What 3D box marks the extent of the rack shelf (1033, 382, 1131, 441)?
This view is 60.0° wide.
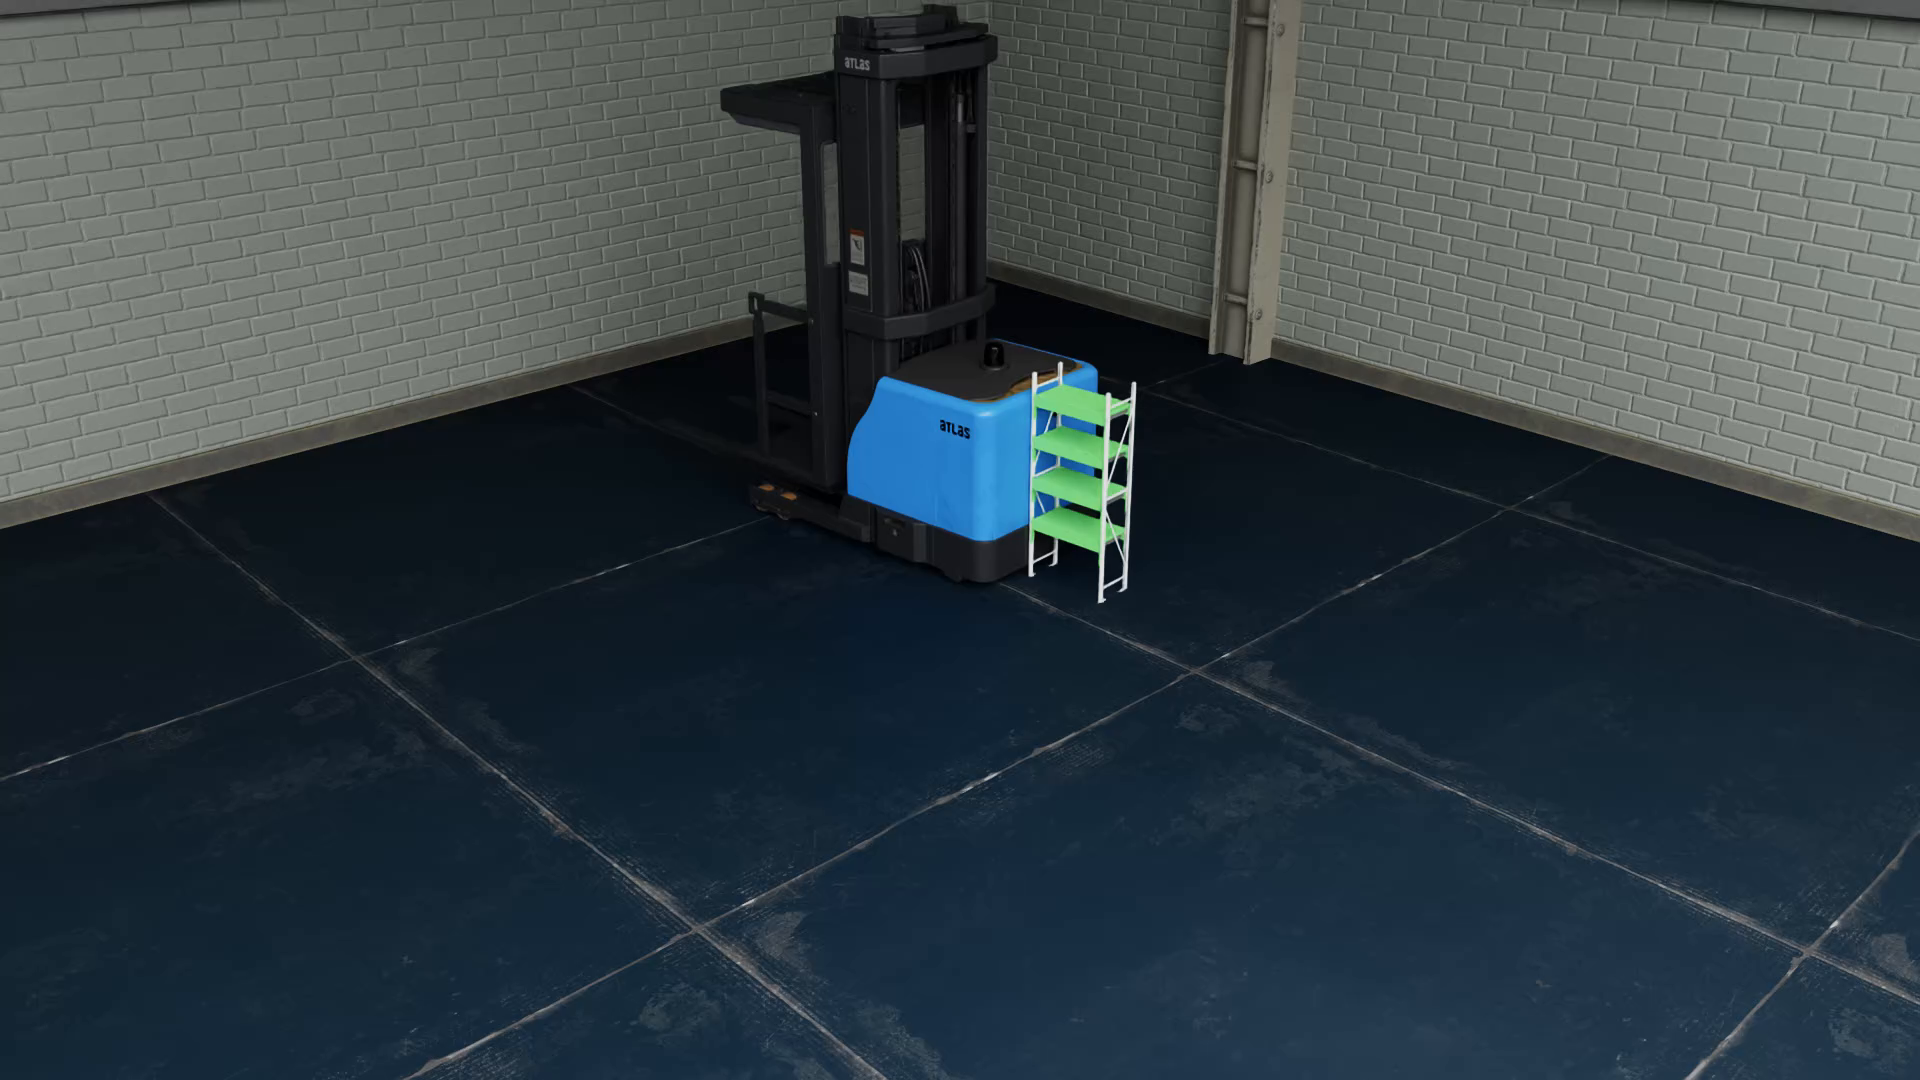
[{"bbox_3d":[0.651,-0.686,8.805,0.480,0.148,0.258,20,31,37],"label":"rack shelf"}]

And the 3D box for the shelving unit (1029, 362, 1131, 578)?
[{"bbox_3d":[0.647,-0.309,8.981,0.492,1.200,0.258,20,31,37],"label":"shelving unit"}]

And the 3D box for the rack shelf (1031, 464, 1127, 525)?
[{"bbox_3d":[0.651,-0.249,9.004,0.480,0.148,0.258,20,31,37],"label":"rack shelf"}]

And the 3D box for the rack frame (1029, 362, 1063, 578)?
[{"bbox_3d":[0.468,-0.374,9.125,0.015,1.200,0.240,20,31,37],"label":"rack frame"}]

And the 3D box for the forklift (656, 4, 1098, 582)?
[{"bbox_3d":[-0.646,-1.597,9.720,3.031,2.935,1.130,20,31,37],"label":"forklift"}]

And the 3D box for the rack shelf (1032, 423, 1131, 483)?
[{"bbox_3d":[0.651,-0.467,8.904,0.480,0.148,0.258,20,31,37],"label":"rack shelf"}]

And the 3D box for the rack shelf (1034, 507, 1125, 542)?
[{"bbox_3d":[0.651,-0.079,9.082,0.457,0.021,0.221,20,31,37],"label":"rack shelf"}]
